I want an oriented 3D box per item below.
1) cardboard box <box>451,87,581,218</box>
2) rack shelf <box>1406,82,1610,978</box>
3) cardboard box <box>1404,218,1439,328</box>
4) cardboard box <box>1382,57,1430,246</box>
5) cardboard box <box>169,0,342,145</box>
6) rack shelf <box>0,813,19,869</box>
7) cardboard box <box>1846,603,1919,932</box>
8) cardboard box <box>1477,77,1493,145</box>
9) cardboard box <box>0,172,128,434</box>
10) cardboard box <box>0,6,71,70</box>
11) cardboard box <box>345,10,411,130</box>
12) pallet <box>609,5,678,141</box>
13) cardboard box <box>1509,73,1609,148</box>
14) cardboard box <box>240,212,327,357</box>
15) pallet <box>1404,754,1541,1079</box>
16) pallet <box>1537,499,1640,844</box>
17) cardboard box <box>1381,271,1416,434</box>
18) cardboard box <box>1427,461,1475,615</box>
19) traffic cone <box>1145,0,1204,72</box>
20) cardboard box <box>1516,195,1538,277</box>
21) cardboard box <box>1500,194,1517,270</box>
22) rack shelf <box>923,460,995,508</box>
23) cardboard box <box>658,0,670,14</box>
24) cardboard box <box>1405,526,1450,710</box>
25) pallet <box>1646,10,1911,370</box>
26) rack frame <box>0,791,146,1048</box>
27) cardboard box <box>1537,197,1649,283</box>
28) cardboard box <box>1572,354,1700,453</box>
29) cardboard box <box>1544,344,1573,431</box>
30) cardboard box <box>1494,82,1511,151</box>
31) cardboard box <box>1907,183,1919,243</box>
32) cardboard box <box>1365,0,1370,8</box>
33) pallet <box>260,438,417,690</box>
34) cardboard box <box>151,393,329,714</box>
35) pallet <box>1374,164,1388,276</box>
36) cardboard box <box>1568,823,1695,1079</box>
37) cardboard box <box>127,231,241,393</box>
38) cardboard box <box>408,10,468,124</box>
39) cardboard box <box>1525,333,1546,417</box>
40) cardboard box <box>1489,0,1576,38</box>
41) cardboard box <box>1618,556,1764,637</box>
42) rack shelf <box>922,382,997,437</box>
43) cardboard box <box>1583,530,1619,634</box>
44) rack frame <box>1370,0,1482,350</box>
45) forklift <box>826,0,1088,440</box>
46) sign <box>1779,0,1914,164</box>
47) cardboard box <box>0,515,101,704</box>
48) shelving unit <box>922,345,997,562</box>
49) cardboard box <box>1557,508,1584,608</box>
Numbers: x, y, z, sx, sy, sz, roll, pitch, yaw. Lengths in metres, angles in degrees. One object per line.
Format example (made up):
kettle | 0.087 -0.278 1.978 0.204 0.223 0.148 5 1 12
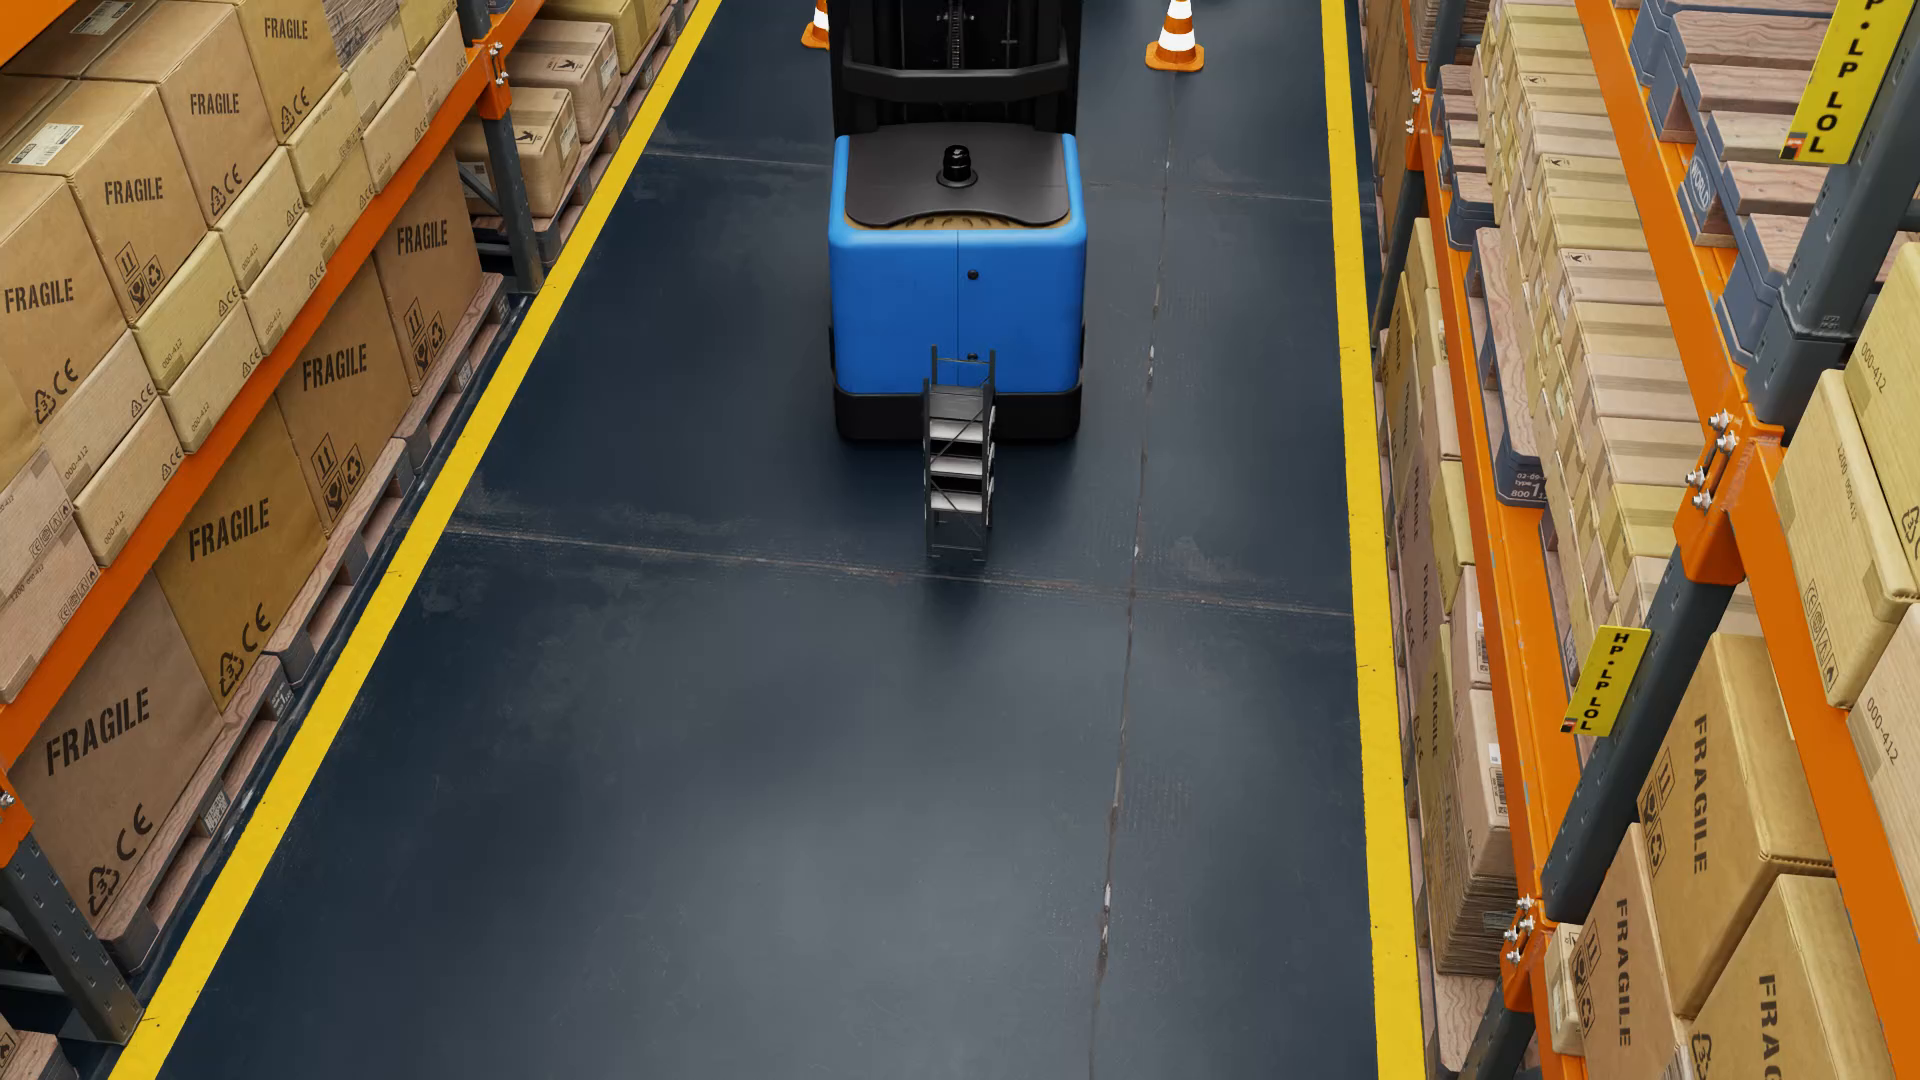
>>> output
cardboard box | -2.433 -1.928 8.210 0.950 0.372 0.625 3 43 3
rack shelf | 2.138 -0.340 5.451 1.077 0.370 4.000 5 44 6
cardboard box | 2.072 -1.034 6.627 0.500 0.250 0.500 3 44 4
cardboard box | 2.572 -1.707 7.702 1.050 0.750 0.750 5 44 5
cardboard box | -2.458 -1.680 5.543 0.500 0.500 0.500 5 44 6
rack shelf | -3.311 2.005 2.974 1.077 0.370 4.000 5 44 6
cardboard box | 1.494 0.361 2.115 0.500 0.250 0.500 5 44 5
cardboard box | 2.108 -1.556 6.089 0.380 0.149 0.250 7 44 8
cardboard box | -2.663 -0.642 4.446 0.500 0.500 0.500 5 44 5
cardboard box | -3.035 -1.397 5.244 0.500 0.500 0.500 6 44 6
cardboard box | -2.394 -1.770 6.183 0.500 0.250 0.500 4 44 4
pallet | -2.249 -2.694 9.442 1.003 0.211 1.213 5 44 6
cardboard box | 2.044 -1.414 5.506 0.380 0.149 0.250 4 44 4
cardboard box | -2.501 -0.881 5.608 0.500 0.250 0.500 5 44 5
pallet | 1.975 1.243 5.283 1.003 0.211 1.213 5 44 6
pallet | 2.119 0.324 4.366 1.003 0.211 1.213 5 44 6
cardboard box | 2.056 -0.750 6.873 0.500 0.500 0.500 4 44 4
cardboard box | 1.859 0.003 5.532 0.500 0.250 0.500 3 44 4
traffic cone | 1.257 -2.993 9.574 0.336 0.463 0.334 5 44 6
cardboard box | 1.971 -0.945 5.227 0.380 0.149 0.250 5 44 5
cardboard box | 2.006 -1.007 5.509 0.380 0.149 0.250 7 44 7
rack shelf | -0.001 -0.232 6.520 0.258 0.077 0.200 5 44 6
cardboard box | -2.147 -3.422 9.788 0.950 0.372 0.625 8 44 8
cardboard box | 1.862 0.291 5.774 0.500 0.500 0.500 4 44 5
pallet | 2.061 -0.670 3.231 1.213 0.211 1.003 5 44 6
rack frame | -3.046 0.381 4.166 1.000 3.000 0.127 5 44 6
cardboard box | 1.941 -0.879 4.941 0.380 0.149 0.250 5 44 5
cardboard box | 1.839 -0.345 4.377 0.380 0.149 0.250 5 44 5
cardboard box | 1.868 -0.409 4.661 0.380 0.149 0.250 3 44 3
cardboard box | 2.074 -1.455 5.766 0.380 0.149 0.250 4 44 4
cardboard box | 2.033 -0.765 2.816 0.700 0.500 0.500 5 44 6
cardboard box | 2.939 -3.595 9.696 1.050 0.750 0.750 5 44 5
pallet | -2.860 0.027 6.568 1.003 0.211 1.213 5 44 6
cardboard box | -2.932 -0.047 5.857 0.875 0.875 0.875 6 44 7
pallet | 2.582 -1.482 8.162 1.003 0.211 1.213 5 44 6
cardboard box | 1.559 0.932 3.295 0.500 0.500 0.500 5 44 5
cardboard box | -2.574 -0.720 5.074 0.500 0.250 0.500 6 44 6
cardboard box | -2.327 -1.923 6.708 0.500 0.250 0.500 4 44 4
cardboard box | 1.899 -0.476 4.949 0.380 0.149 0.250 7 44 7
cardboard box | 2.149 -1.941 6.063 0.380 0.149 0.250 5 44 6
cardboard box | 1.733 0.193 3.809 0.380 0.149 0.250 7 44 7
rack shelf | -0.001 -0.493 6.272 0.258 0.077 0.200 5 44 6
cardboard box | 1.764 0.124 4.099 0.380 0.149 0.250 6 44 6
rack frame | 2.403 -1.964 6.643 1.000 3.000 0.127 5 44 6
forklift | -0.026 -2.484 7.241 1.130 2.935 3.031 -1 43 -1
sign | 1.323 -0.706 2.470 0.100 0.325 0.005 5 44 6
cardboard box | -2.726 0.159 4.509 0.500 0.250 0.500 4 44 5
shelving unit | -0.001 -0.321 6.435 0.258 0.900 0.210 5 44 6
cardboard box | 1.799 0.065 4.377 0.380 0.149 0.250 5 44 5
